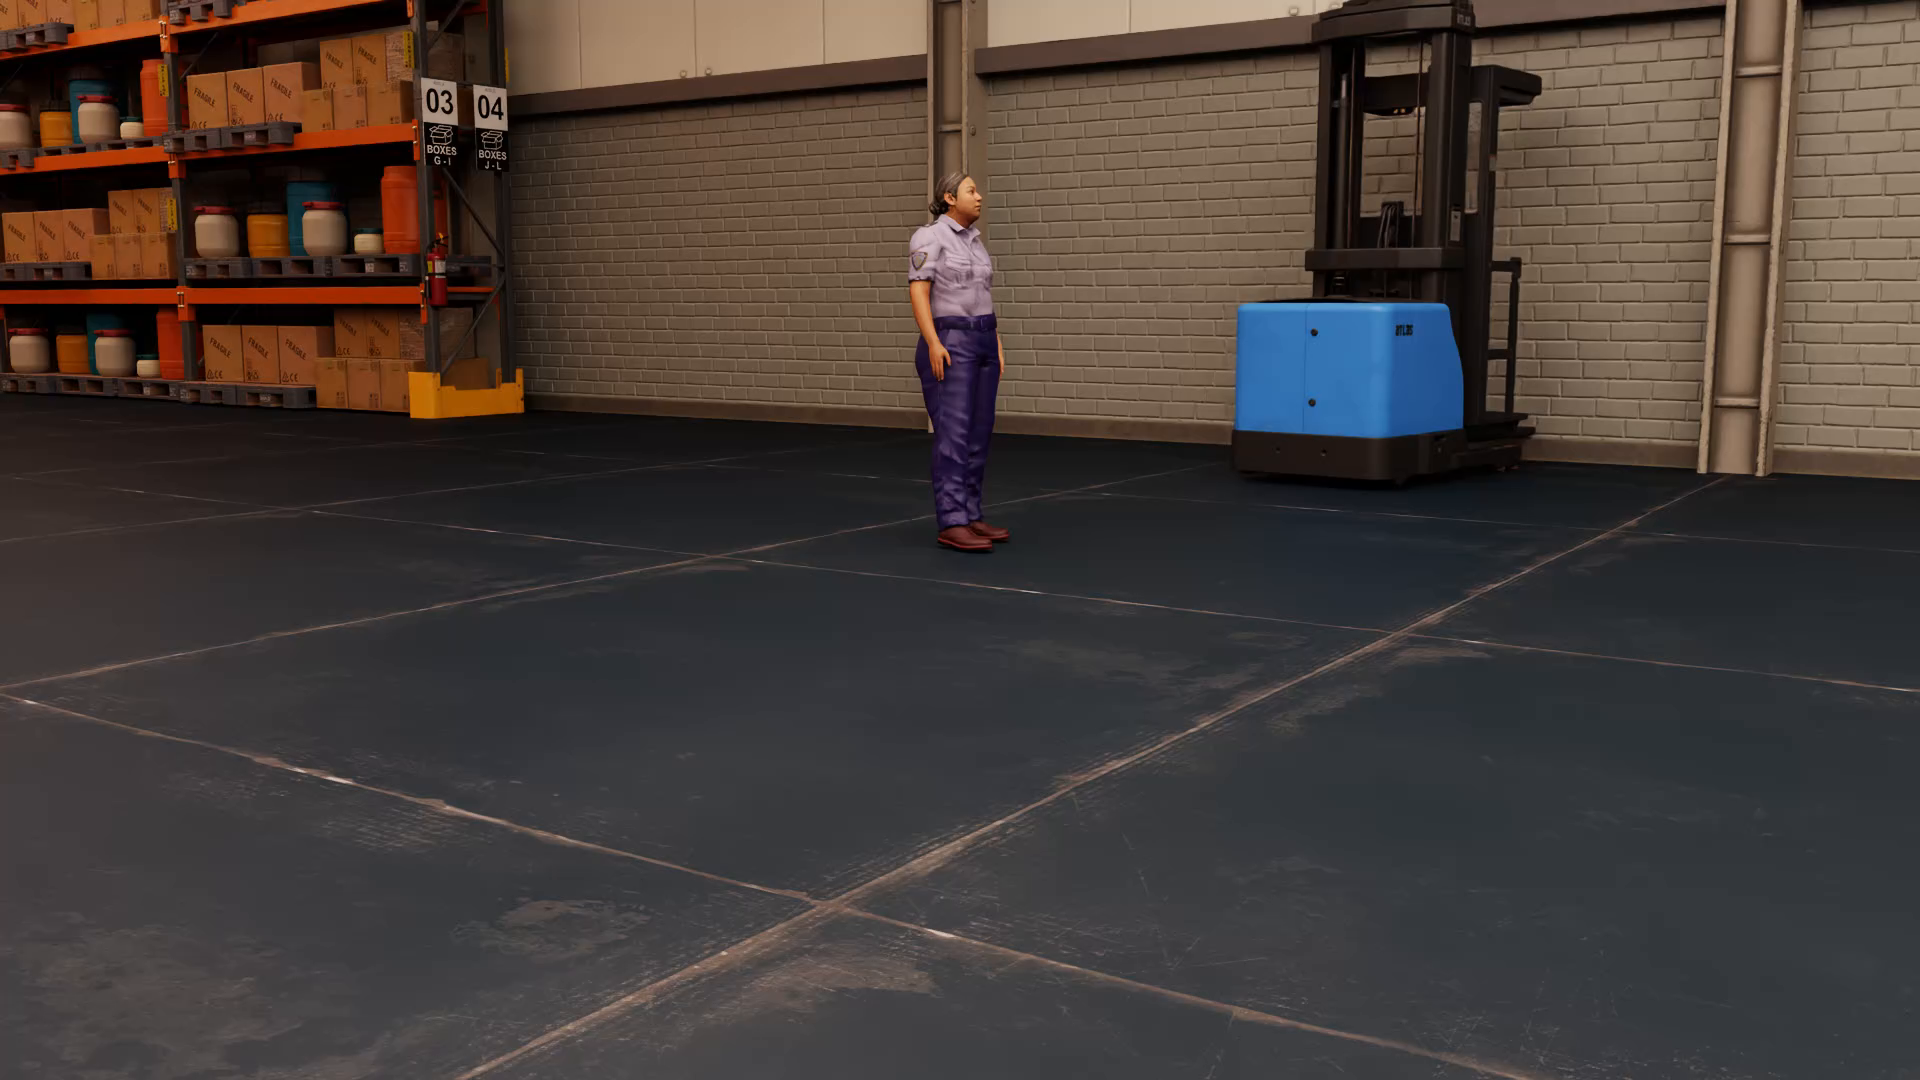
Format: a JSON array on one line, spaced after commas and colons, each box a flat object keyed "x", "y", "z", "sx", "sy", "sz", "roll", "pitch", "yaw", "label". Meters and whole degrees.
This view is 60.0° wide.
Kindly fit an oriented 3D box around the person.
[{"x": 0.061, "y": -0.814, "z": 7.418, "sx": 0.503, "sy": 1.651, "sz": 0.598, "roll": 5, "pitch": 10, "yaw": 34, "label": "person"}]

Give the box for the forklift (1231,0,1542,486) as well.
[{"x": 3.003, "y": -1.923, "z": 10.720, "sx": 1.130, "sy": 2.935, "sz": 3.031, "roll": 7, "pitch": 11, "yaw": 41, "label": "forklift"}]
